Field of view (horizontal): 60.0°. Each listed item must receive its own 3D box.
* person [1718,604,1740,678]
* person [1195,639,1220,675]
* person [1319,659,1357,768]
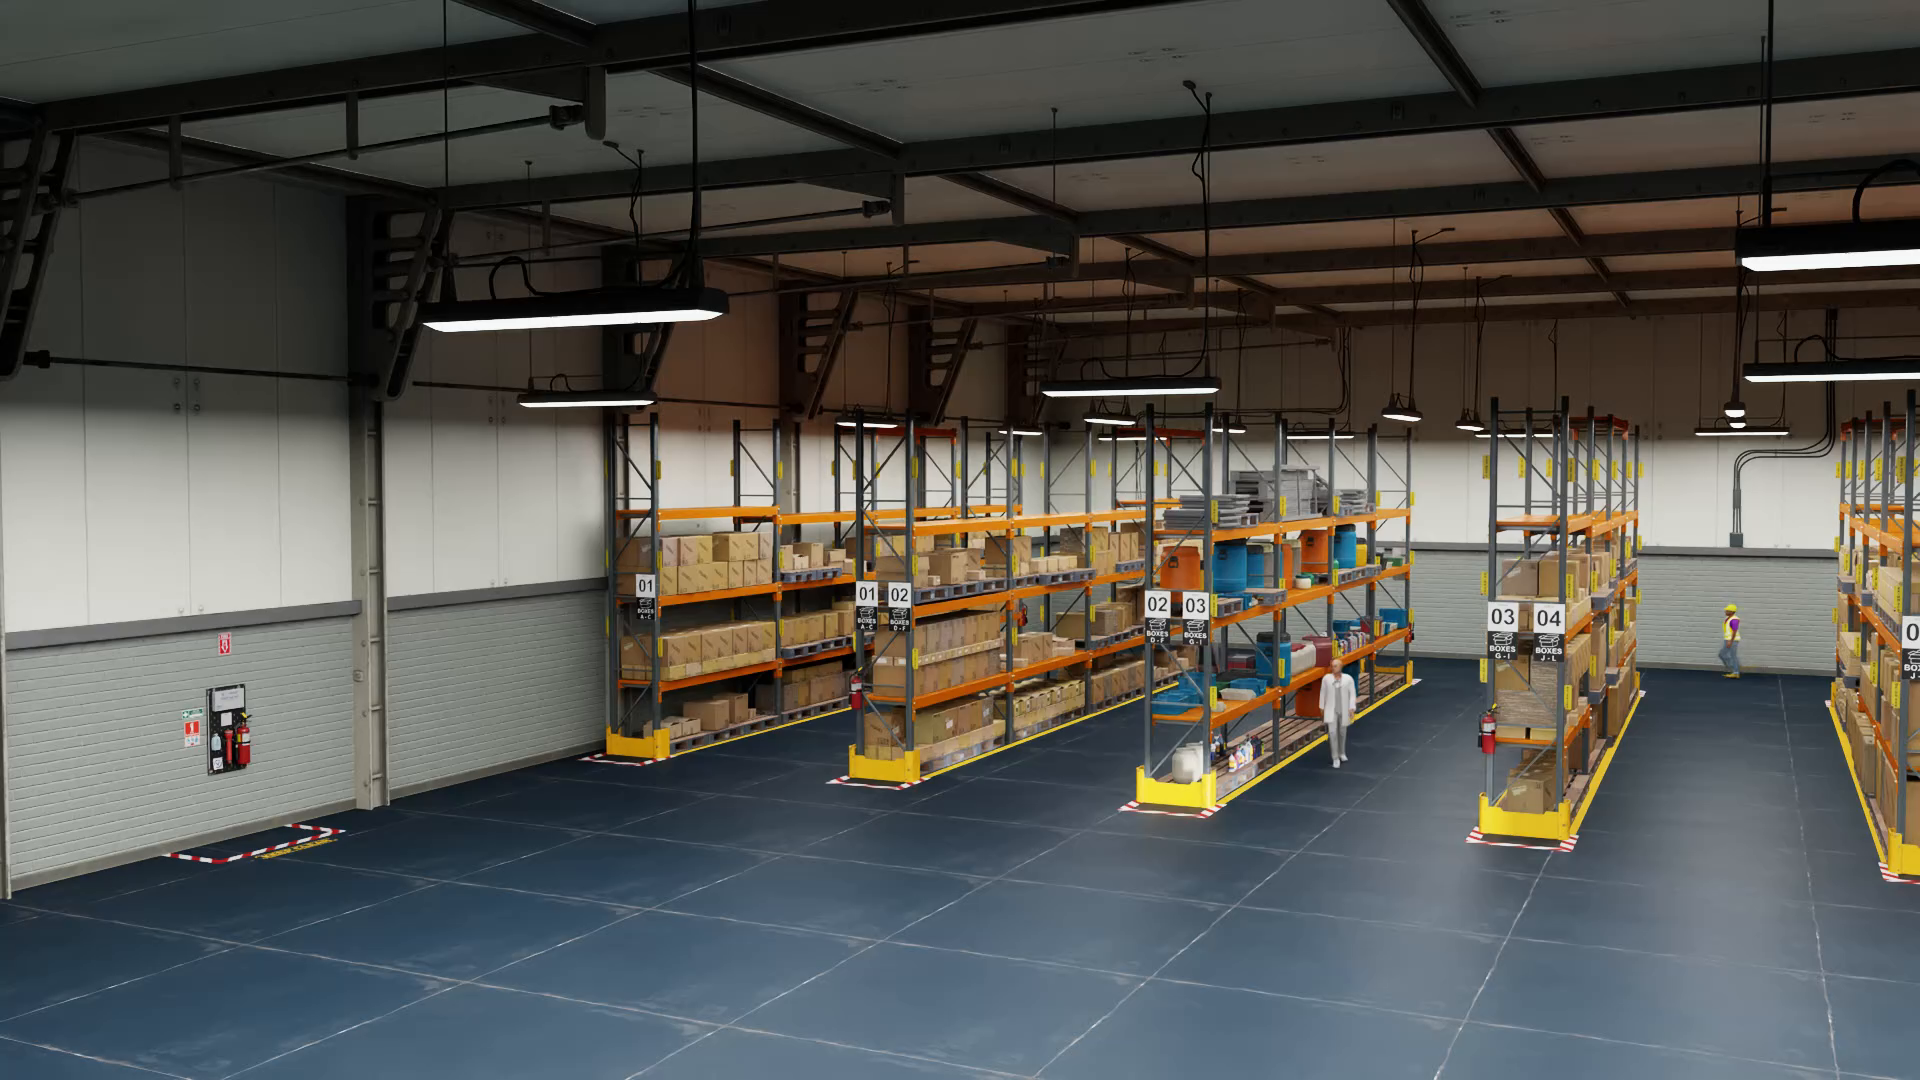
[{"bbox_3d":[18.504,2.440,39.957,0.472,1.796,0.595,0,2,8],"label":"person"},{"bbox_3d":[5.208,2.679,34.961,0.573,1.721,0.535,2,3,32],"label":"person"},{"bbox_3d":[6.432,2.949,28.301,0.610,1.832,0.817,0,2,10],"label":"person"}]
